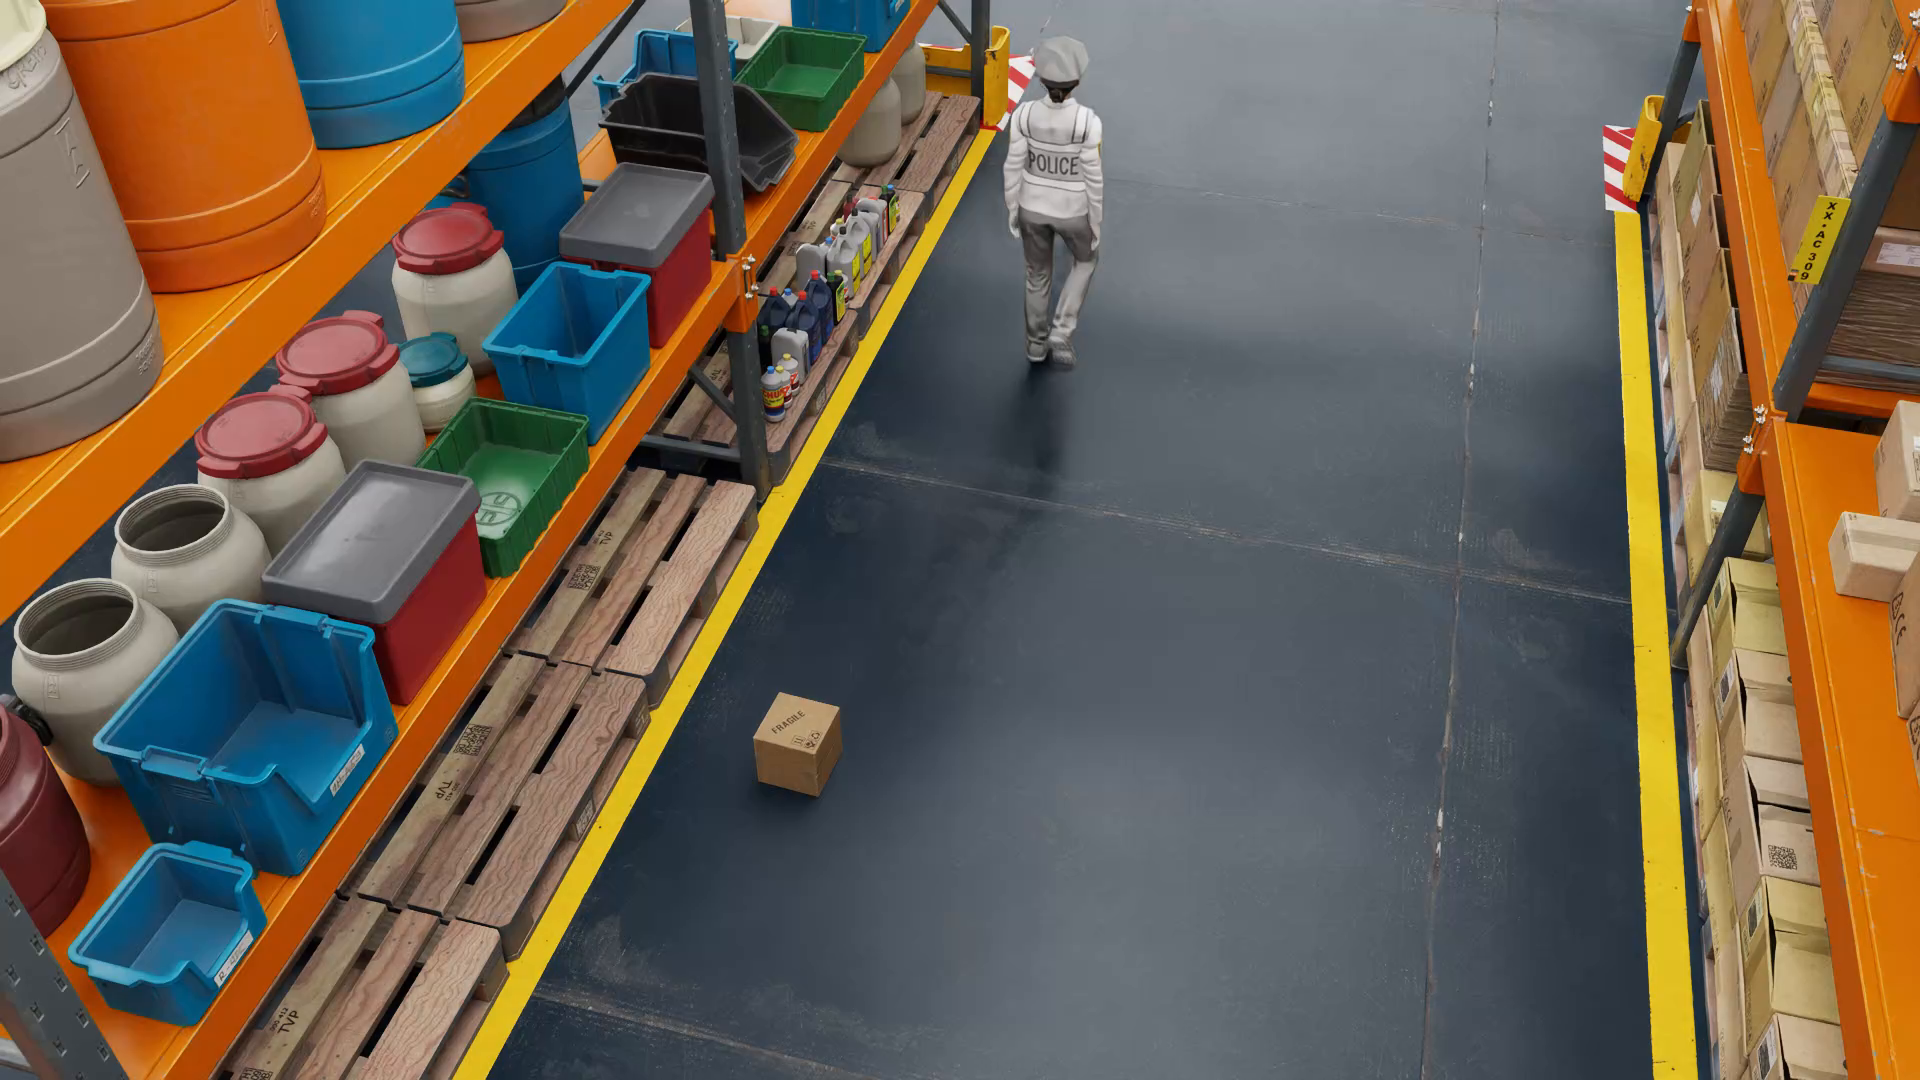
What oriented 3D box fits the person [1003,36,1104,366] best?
[{"bbox_3d":[0.454,-1.564,7.876,0.462,1.684,0.455,10,42,11],"label":"person"}]
